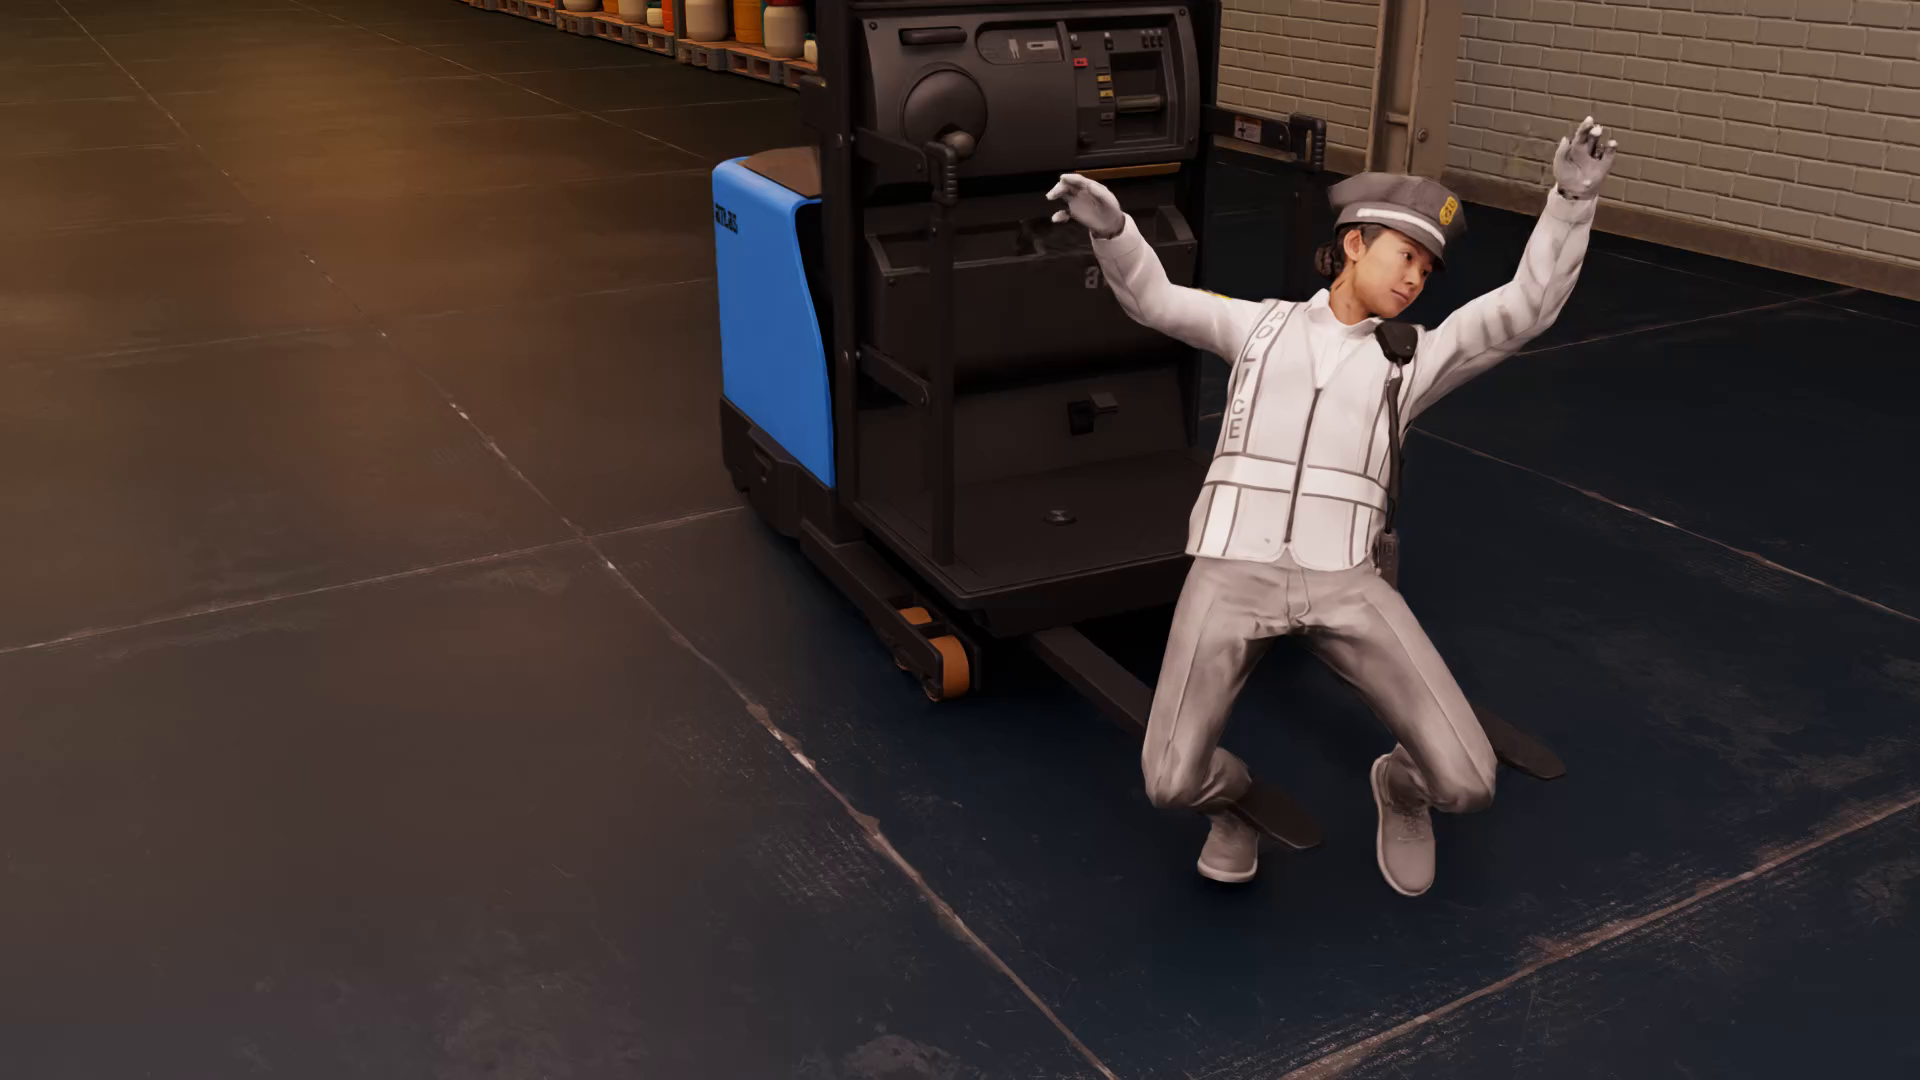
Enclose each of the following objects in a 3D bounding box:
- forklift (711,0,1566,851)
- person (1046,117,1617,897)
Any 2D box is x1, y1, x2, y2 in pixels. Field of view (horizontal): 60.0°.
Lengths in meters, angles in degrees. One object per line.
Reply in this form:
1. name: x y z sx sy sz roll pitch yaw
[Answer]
1. forklift: 0.290 -1.141 4.054 1.130 2.935 3.031 -10 24 -23
2. person: 0.640 -0.049 3.147 0.890 1.552 0.728 5 23 12
